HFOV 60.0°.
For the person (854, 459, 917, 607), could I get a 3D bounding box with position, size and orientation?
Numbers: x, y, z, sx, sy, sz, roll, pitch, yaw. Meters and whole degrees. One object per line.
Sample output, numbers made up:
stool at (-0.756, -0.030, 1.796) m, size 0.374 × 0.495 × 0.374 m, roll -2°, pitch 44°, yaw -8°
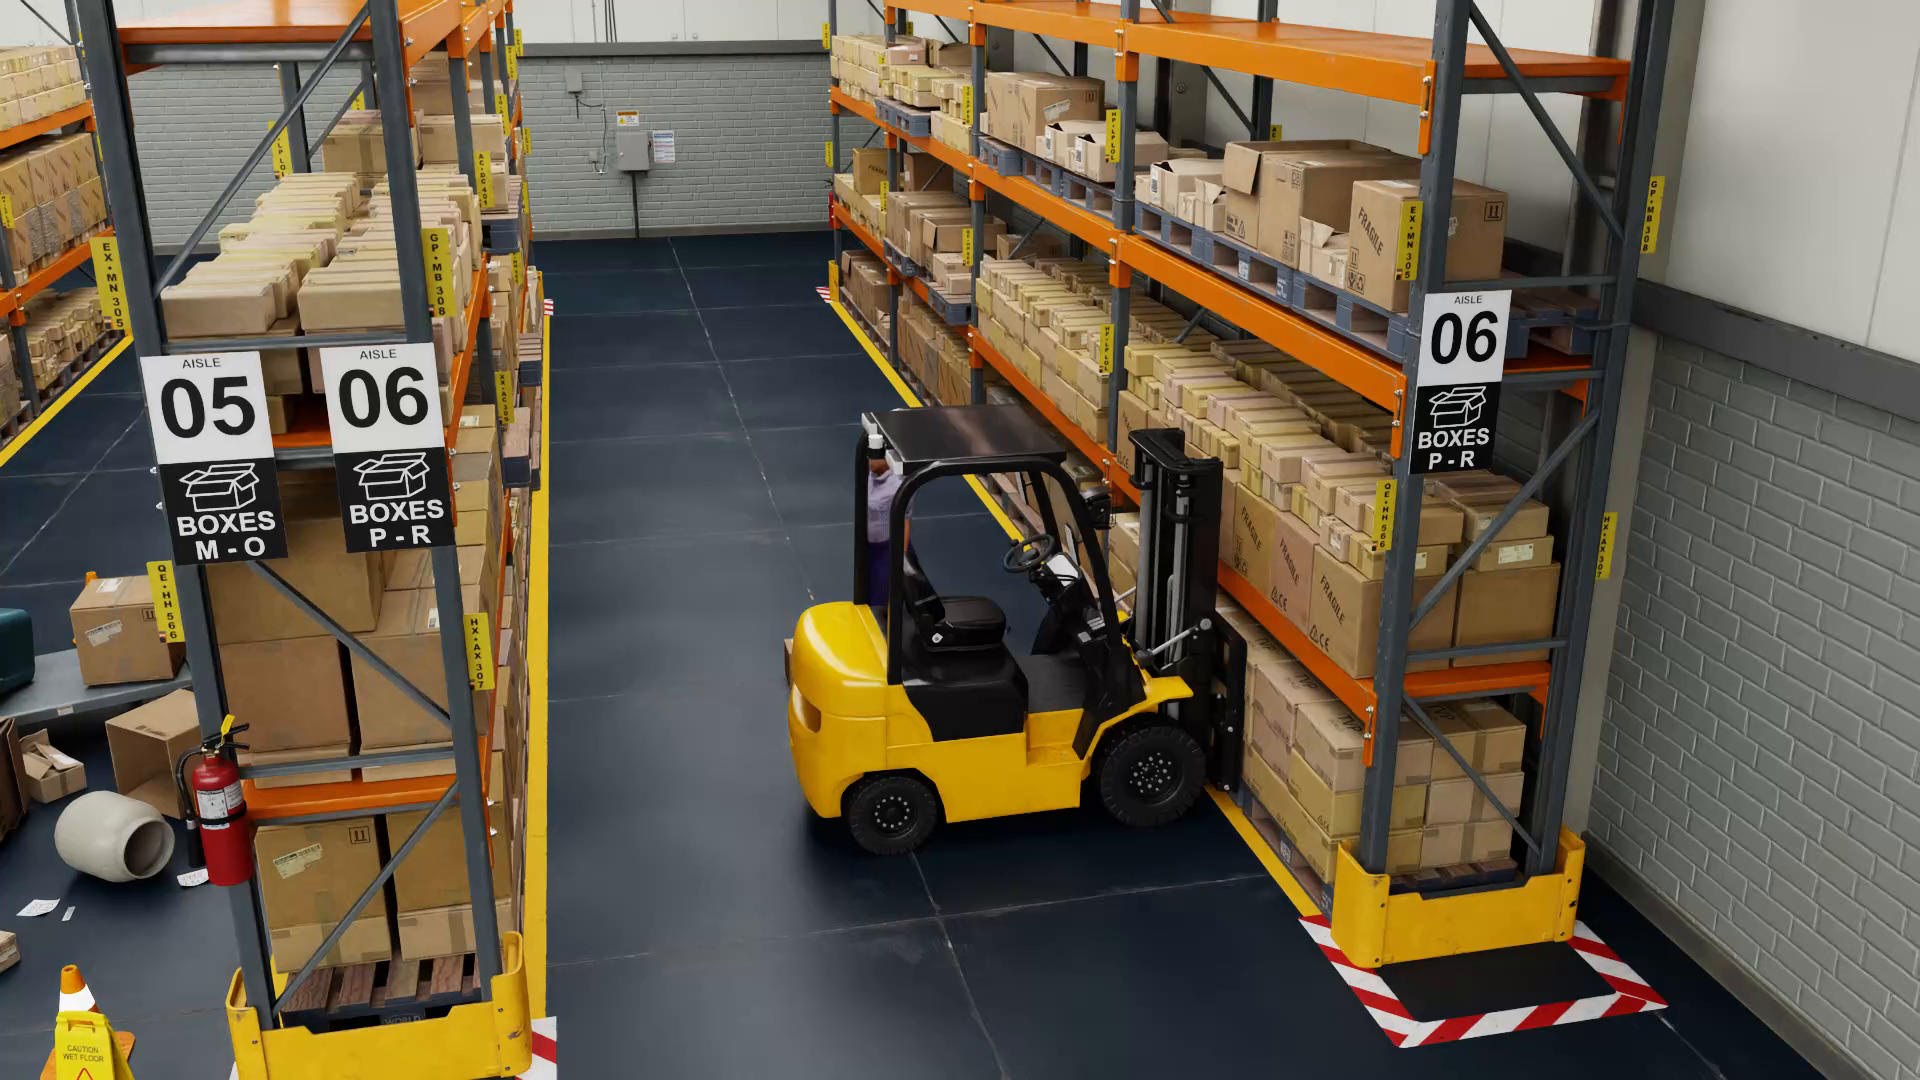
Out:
person at (-0.487, 0.124, 10.745) m, size 0.467 × 1.668 × 0.493 m, roll -13°, pitch 23°, yaw -32°
